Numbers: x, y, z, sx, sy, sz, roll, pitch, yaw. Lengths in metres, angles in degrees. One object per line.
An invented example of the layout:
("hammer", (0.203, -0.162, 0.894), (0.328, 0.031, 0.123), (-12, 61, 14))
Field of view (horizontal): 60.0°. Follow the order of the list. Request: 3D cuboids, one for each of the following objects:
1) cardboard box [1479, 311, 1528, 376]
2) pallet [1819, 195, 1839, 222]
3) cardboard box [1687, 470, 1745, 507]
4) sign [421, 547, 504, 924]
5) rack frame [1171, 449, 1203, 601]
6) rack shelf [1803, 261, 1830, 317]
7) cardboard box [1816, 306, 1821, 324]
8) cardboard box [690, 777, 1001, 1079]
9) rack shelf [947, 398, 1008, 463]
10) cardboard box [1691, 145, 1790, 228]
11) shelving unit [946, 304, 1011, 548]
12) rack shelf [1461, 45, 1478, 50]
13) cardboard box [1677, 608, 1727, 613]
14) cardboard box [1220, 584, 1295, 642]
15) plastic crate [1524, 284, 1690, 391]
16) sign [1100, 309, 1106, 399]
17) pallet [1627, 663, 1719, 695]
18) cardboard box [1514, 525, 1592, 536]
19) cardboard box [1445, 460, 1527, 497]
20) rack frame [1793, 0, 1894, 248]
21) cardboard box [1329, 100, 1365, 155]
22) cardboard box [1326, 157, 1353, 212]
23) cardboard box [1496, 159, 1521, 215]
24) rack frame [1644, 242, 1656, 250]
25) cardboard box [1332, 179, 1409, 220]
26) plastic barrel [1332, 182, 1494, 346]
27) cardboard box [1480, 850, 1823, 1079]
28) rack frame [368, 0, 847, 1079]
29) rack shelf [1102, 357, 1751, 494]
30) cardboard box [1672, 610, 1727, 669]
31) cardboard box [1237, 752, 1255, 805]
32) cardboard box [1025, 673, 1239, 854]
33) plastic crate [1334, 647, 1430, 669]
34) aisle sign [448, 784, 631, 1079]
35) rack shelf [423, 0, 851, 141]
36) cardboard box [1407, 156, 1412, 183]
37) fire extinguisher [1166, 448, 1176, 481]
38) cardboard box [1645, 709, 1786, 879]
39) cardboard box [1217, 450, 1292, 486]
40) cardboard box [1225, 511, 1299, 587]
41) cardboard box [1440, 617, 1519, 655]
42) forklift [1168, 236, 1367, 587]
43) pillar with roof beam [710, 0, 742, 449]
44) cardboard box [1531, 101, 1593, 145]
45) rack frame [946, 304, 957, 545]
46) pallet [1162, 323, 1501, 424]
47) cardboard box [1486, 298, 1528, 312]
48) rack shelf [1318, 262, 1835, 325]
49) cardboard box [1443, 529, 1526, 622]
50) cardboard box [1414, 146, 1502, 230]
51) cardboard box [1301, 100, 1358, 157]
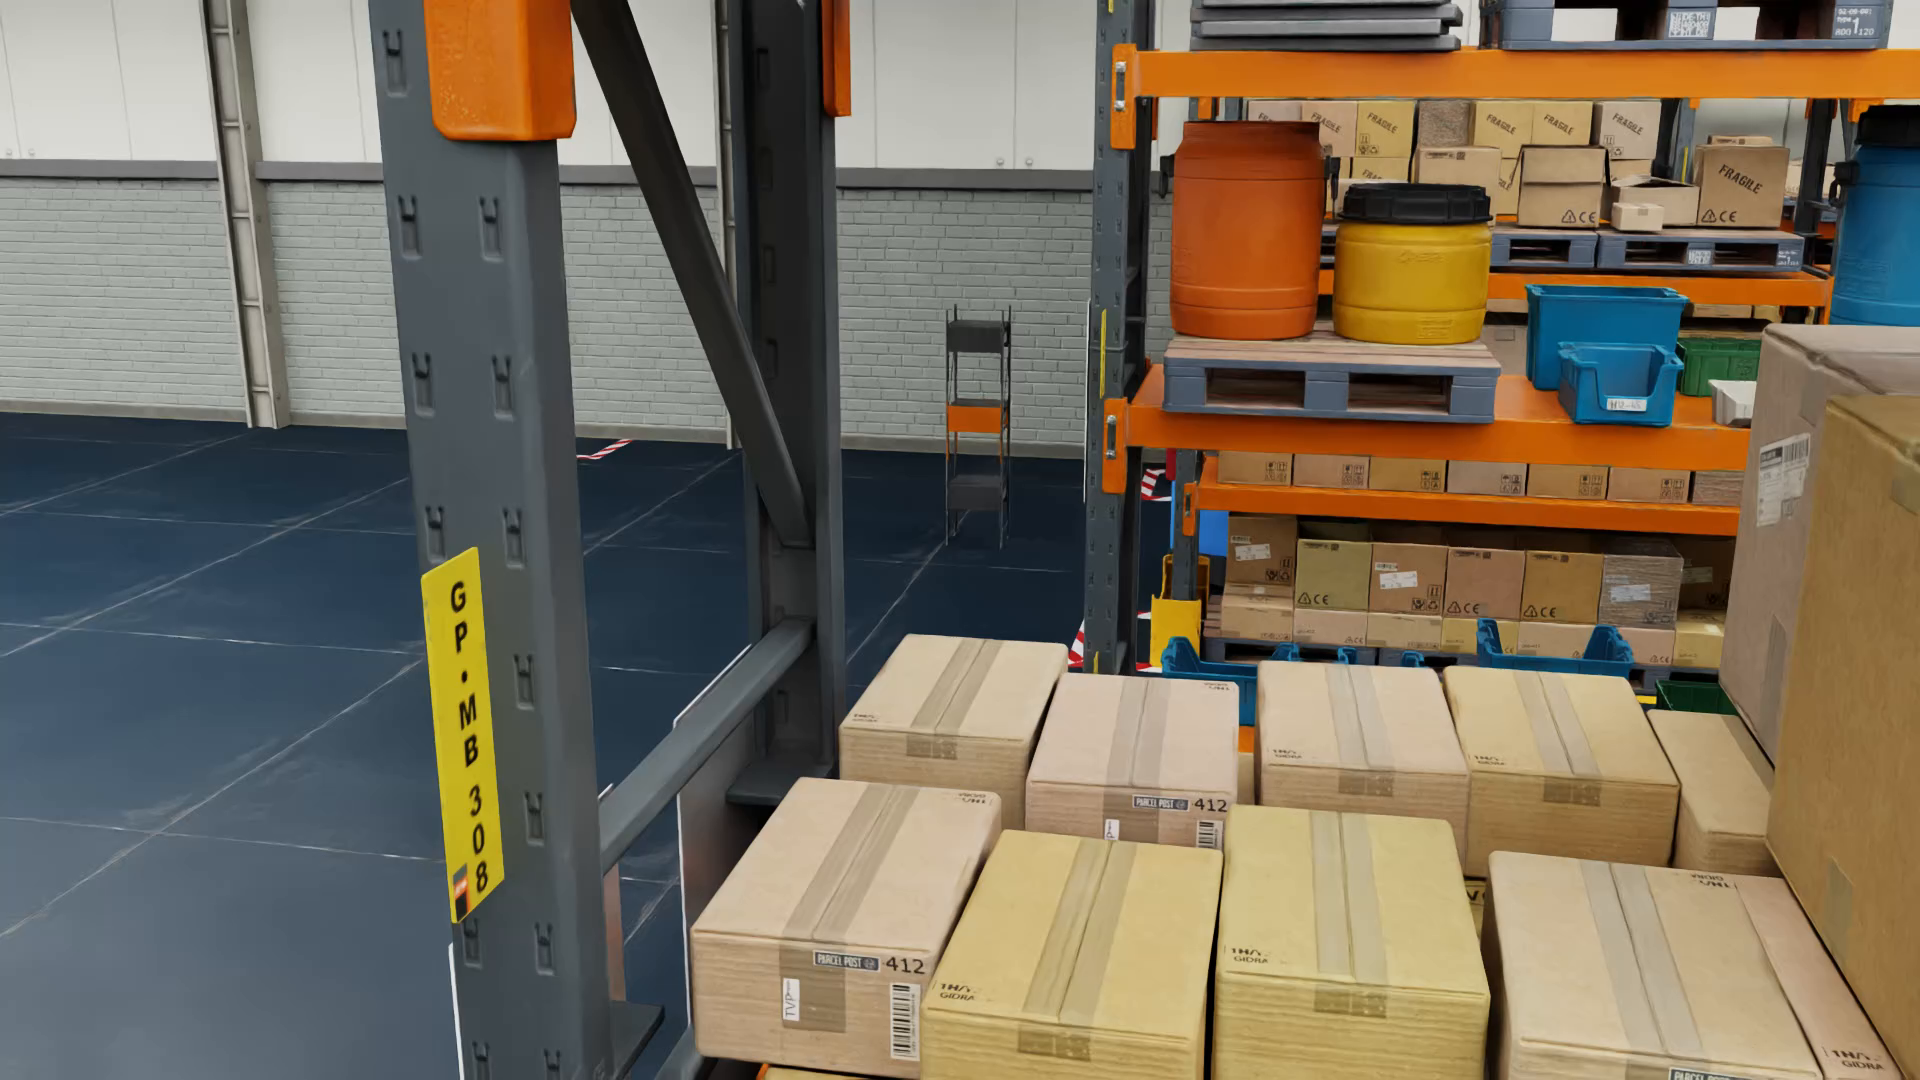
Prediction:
("cardboard box", (3.653, -1.255, 11.286), (0.500, 0.500, 0.700), (3, 16, 11))
("pallet", (8.148, -3.015, 14.992), (1.003, 0.211, 1.213), (3, 16, 11))
("cardboard box", (5.128, -0.550, 11.170), (0.500, 0.500, 0.700), (3, 16, 10))
("sign", (-0.441, 0.174, 1.488), (0.005, 0.325, 0.100), (3, 16, 11))
("rack frame", (1.644, -0.692, 11.872), (0.127, 3.000, 1.000), (3, 16, 11))
("rack shelf", (7.524, -1.472, 10.415), (4.000, 0.370, 1.077), (3, 16, 11))
("cardboard box", (8.237, -1.941, 15.370), (0.500, 0.500, 0.700), (5, 16, 19))
("cardboard box", (-0.109, 0.409, 1.812), (0.250, 0.149, 0.380), (3, 16, 11))
("rack shelf", (0.162, -0.990, 14.684), (0.480, 0.518, 0.431), (3, 16, 11))
("cardboard box", (5.123, -2.339, 10.961), (0.500, 0.500, 0.500), (4, 16, 16))
("shelving unit", (0.162, -1.003, 14.680), (0.503, 2.100, 0.431), (3, 16, 11))
("rack shelf", (4.588, -4.425, 15.462), (4.000, 0.370, 1.077), (3, 16, 11))
("cardboard box", (5.170, 0.539, 11.790), (0.500, 0.250, 0.500), (3, 16, 11))
("cardboard box", (2.126, 0.517, 11.870), (0.500, 0.250, 0.500), (3, 16, 11))
("plastic crate", (2.582, -0.812, 6.715), (0.575, 0.384, 0.392), (3, 16, 11))
("sign", (0.540, -0.703, 6.275), (0.005, 0.325, 0.100), (3, 16, 11))
("pallet", (4.793, 0.811, 11.668), (1.213, 0.211, 1.003), (3, 16, 11))
("cardboard box", (4.192, 0.122, 11.891), (0.500, 0.500, 0.500), (3, 16, 11))
("cardboard box", (3.617, -0.631, 11.462), (0.500, 0.500, 0.700), (4, 16, 13))
("rack frame", (5.564, -3.371, 10.303), (0.127, 3.000, 1.000), (3, 16, 11))
("cardboard box", (3.639, -3.993, 16.071), (0.500, 0.500, 0.500), (4, 16, 15))
("cardboard box", (3.425, -3.371, 15.697), (0.500, 0.500, 0.500), (4, 16, 15))
("cardboard box", (4.960, -3.291, 15.410), (0.500, 0.500, 0.500), (2, 16, 9))
("rack frame", (6.548, -1.775, 15.783), (0.127, 3.000, 1.000), (3, 16, 11))
("cardboard box", (2.825, -2.343, 11.445), (0.500, 0.250, 0.500), (3, 16, 11))
("plastic barrel", (1.796, -1.108, 6.614), (0.600, 0.588, 0.600), (0, 15, 0))
("cardboard box", (0.650, 0.462, 1.620), (0.250, 0.149, 0.380), (4, 16, 13))
("rack frame", (-0.333, -0.992, 1.716), (0.127, 3.000, 1.000), (3, 16, 11))
("rack shelf", (2.614, -0.389, 6.506), (4.000, 0.370, 1.077), (3, 16, 11))
("cardboard box", (5.066, 0.676, 11.297), (0.500, 0.250, 0.500), (3, 16, 11))
("cardboard box", (0.190, 0.485, 2.284), (0.500, 0.250, 0.500), (3, 16, 12))
("cardboard box", (0.233, 0.311, 2.164), (0.250, 0.149, 0.380), (3, 16, 9))
("plastic crate", (1.839, 0.659, 7.271), (0.408, 0.251, 0.499), (3, 16, 11))
("aisle sign", (-0.454, 0.721, 1.899), (0.004, 0.787, 0.394), (3, 16, 11))
("rack shelf", (1.627, -0.537, 1.429), (4.000, 0.370, 1.077), (3, 16, 11))
("cardboard box", (4.077, -3.485, 16.112), (0.500, 0.500, 0.500), (2, 16, 9))
("fire extinguisher", (1.621, -0.783, 12.344), (0.183, 0.674, 0.296), (3, 16, 11))
("cardboard box", (0.991, 0.350, 2.024), (0.250, 0.149, 0.380), (3, 16, 12))
("cardboard box", (2.099, -0.712, 11.757), (0.500, 0.500, 0.700), (3, 16, 11))
("cardboard box", (2.229, 0.020, 12.261), (0.500, 0.500, 0.500), (3, 16, 11))
("cardboard box", (3.595, 0.597, 11.580), (0.500, 0.250, 0.500), (3, 16, 11))
("forklift", (3.256, -0.984, 13.053), (3.031, 2.935, 1.130), (8, 17, 25))
("pillar with roof beam", (-3.251, -4.261, 13.519), (0.400, 9.000, 9.100), (3, 16, 11))
("cardboard box", (5.461, -3.743, 15.169), (0.500, 0.500, 0.500), (4, 16, 14))
("rack frame", (-0.077, -1.016, 14.727), (0.015, 2.100, 0.400), (3, 16, 11))
("pallet", (1.445, -0.682, 6.568), (1.213, 0.211, 1.003), (3, 16, 11))
("cardboard box", (5.041, -2.073, 15.696), (0.500, 0.500, 0.500), (3, 16, 9))
("rack shelf", (3.604, -1.685, 11.183), (4.000, 0.370, 1.077), (3, 16, 11))
("cardboard box", (3.595, 0.236, 11.479), (0.500, 0.500, 0.500), (3, 16, 11))
("cardboard box", (3.217, -2.296, 10.806), (0.500, 0.500, 0.500), (3, 16, 11))
("cardboard box", (3.439, -3.850, 15.554), (0.500, 0.500, 0.500), (3, 16, 10))
